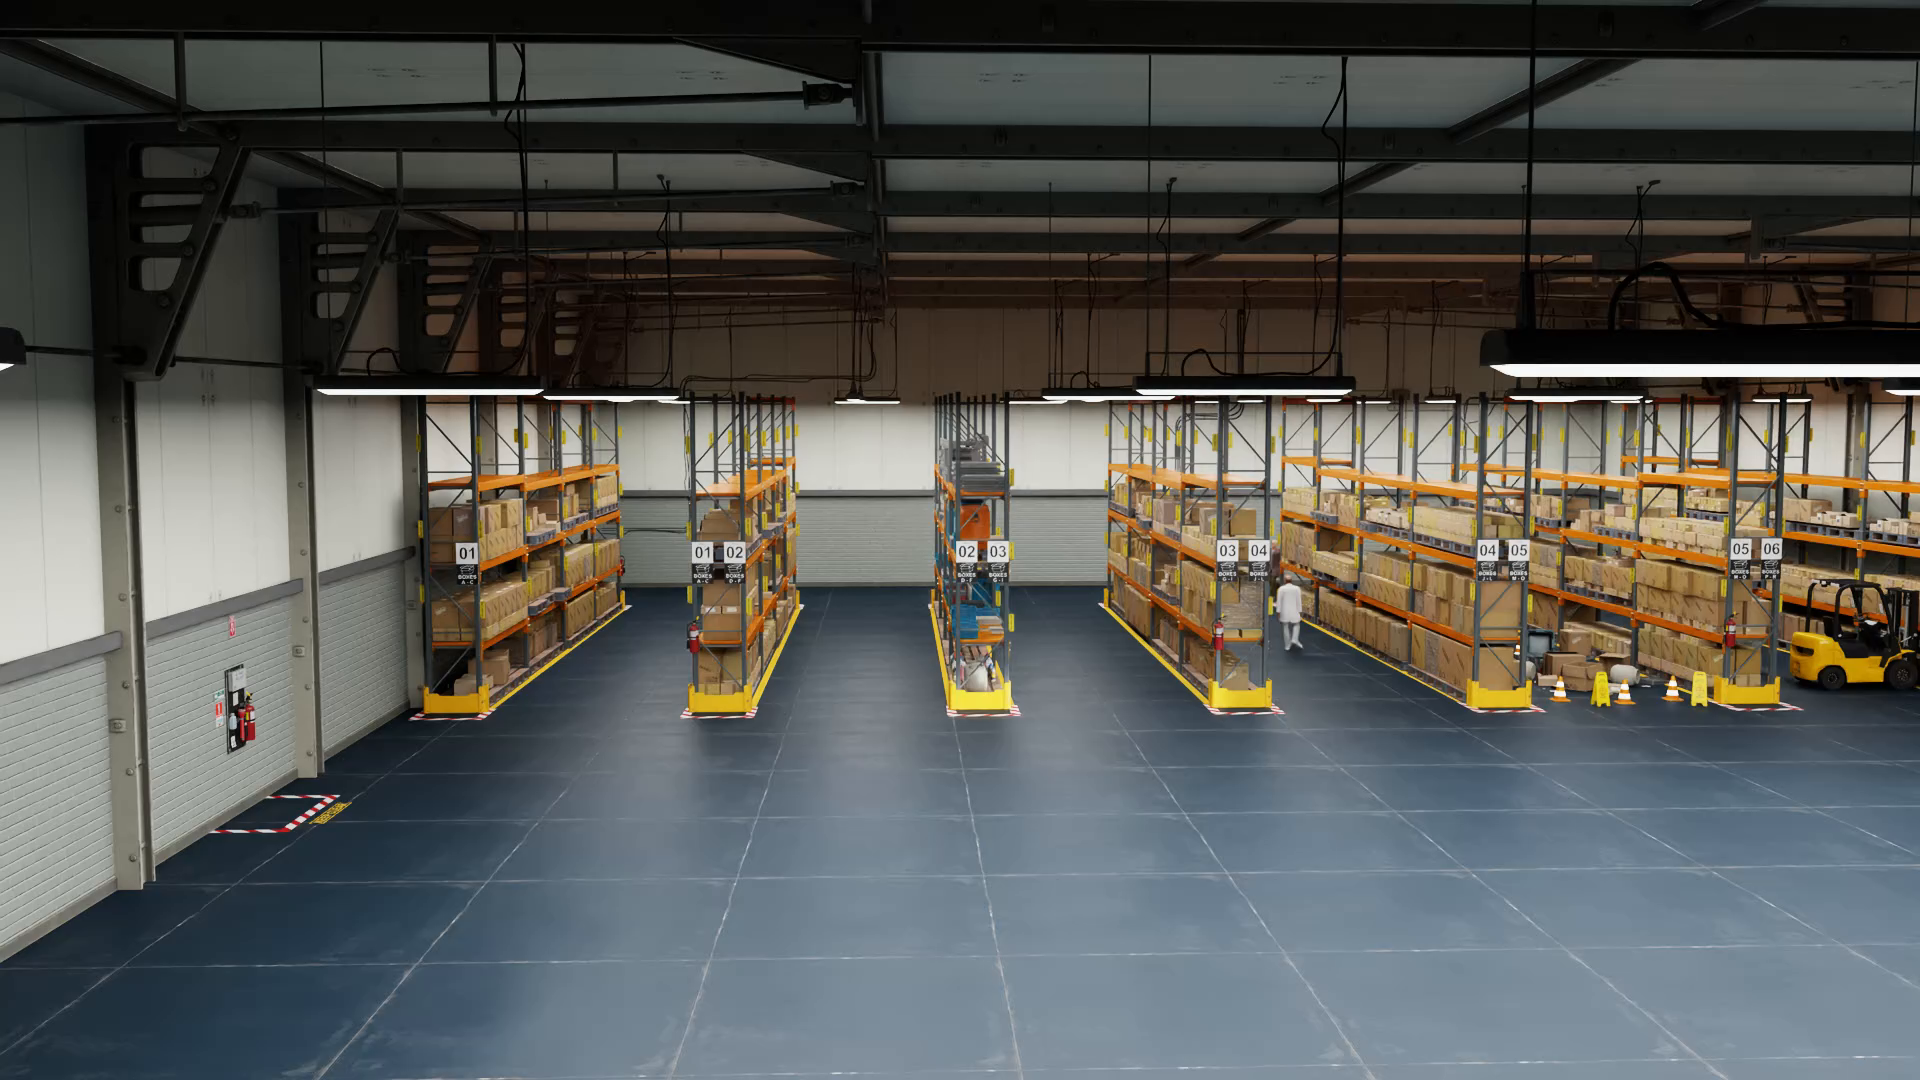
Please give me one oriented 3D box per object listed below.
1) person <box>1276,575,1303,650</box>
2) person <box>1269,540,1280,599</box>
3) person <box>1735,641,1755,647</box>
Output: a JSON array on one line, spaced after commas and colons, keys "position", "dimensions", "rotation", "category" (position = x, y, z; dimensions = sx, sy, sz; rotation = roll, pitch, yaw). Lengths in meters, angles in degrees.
[{"position": [7.749, 1.705, 39.131], "dimensions": [0.626, 1.777, 0.587], "rotation": [0, 5, 4], "category": "person"}, {"position": [9.360, 0.858, 49.545], "dimensions": [0.806, 1.756, 0.592], "rotation": [-5, 6, -45], "category": "person"}, {"position": [17.208, 1.995, 36.402], "dimensions": [0.501, 1.676, 0.596], "rotation": [-1, 5, -12], "category": "person"}]
